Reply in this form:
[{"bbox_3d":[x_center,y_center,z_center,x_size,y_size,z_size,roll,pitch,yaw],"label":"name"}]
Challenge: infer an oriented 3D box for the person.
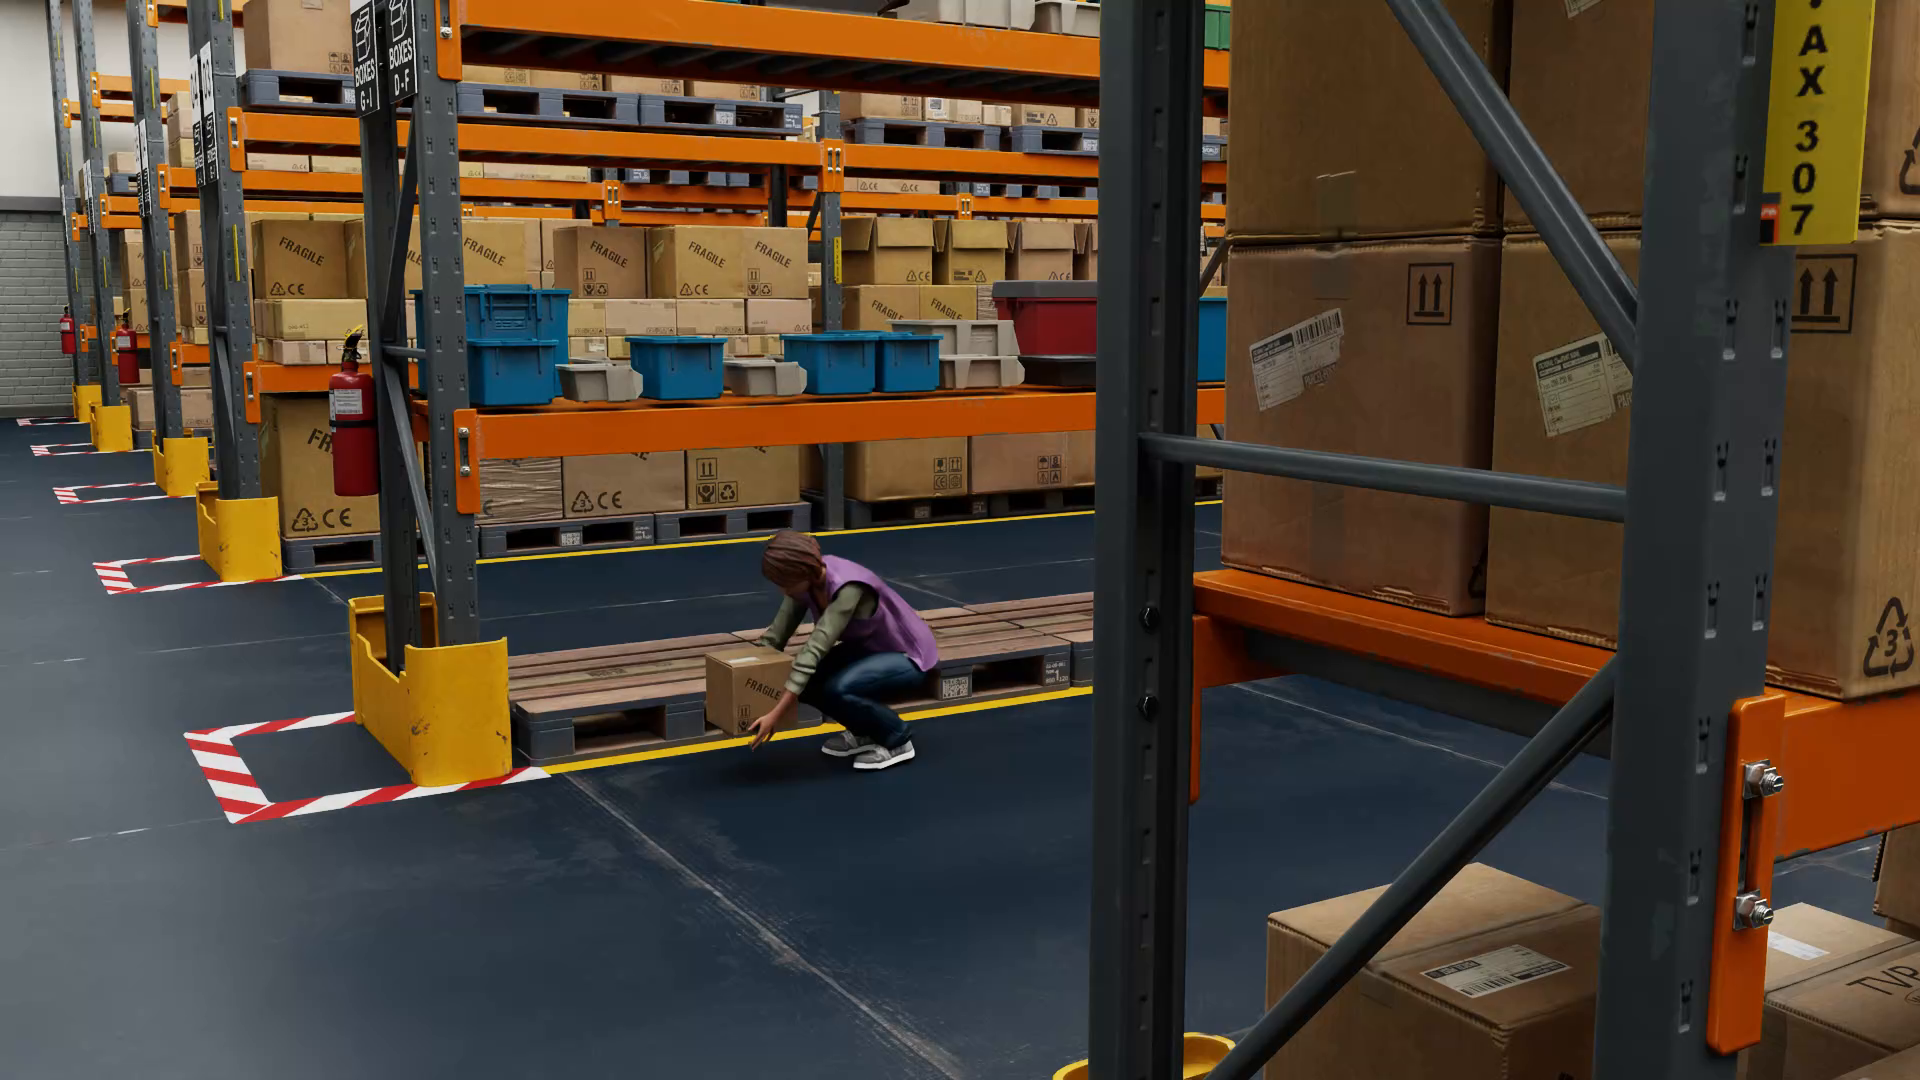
[{"bbox_3d":[-0.458,0.394,6.110,0.828,0.905,0.430,-5,10,-32],"label":"person"}]
